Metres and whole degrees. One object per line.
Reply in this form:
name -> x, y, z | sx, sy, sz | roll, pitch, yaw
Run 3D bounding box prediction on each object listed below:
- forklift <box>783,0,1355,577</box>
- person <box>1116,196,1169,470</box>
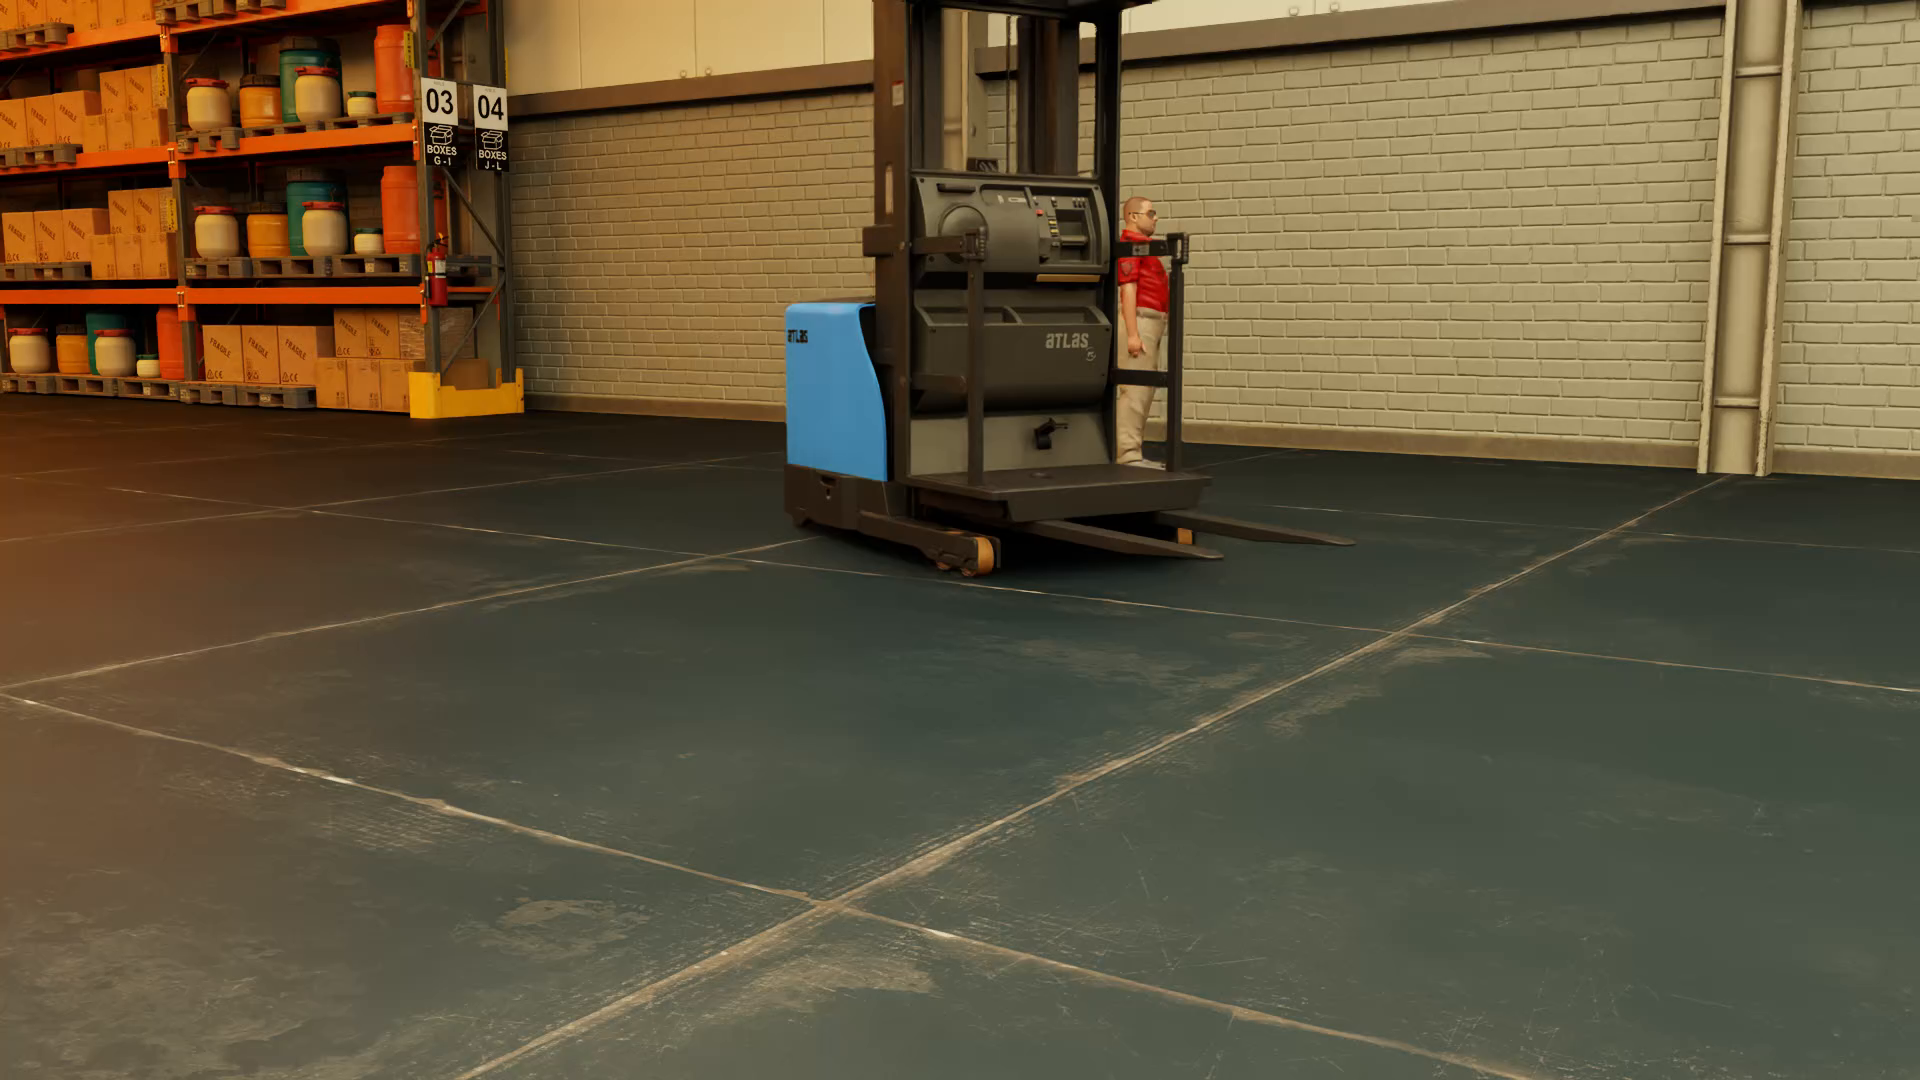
forklift -> 0.344, -1.377, 6.875 | 1.130, 2.935, 3.031 | -5, 9, -31
person -> 1.139, -1.274, 10.428 | 0.369, 1.730, 0.532 | 2, 8, 11
